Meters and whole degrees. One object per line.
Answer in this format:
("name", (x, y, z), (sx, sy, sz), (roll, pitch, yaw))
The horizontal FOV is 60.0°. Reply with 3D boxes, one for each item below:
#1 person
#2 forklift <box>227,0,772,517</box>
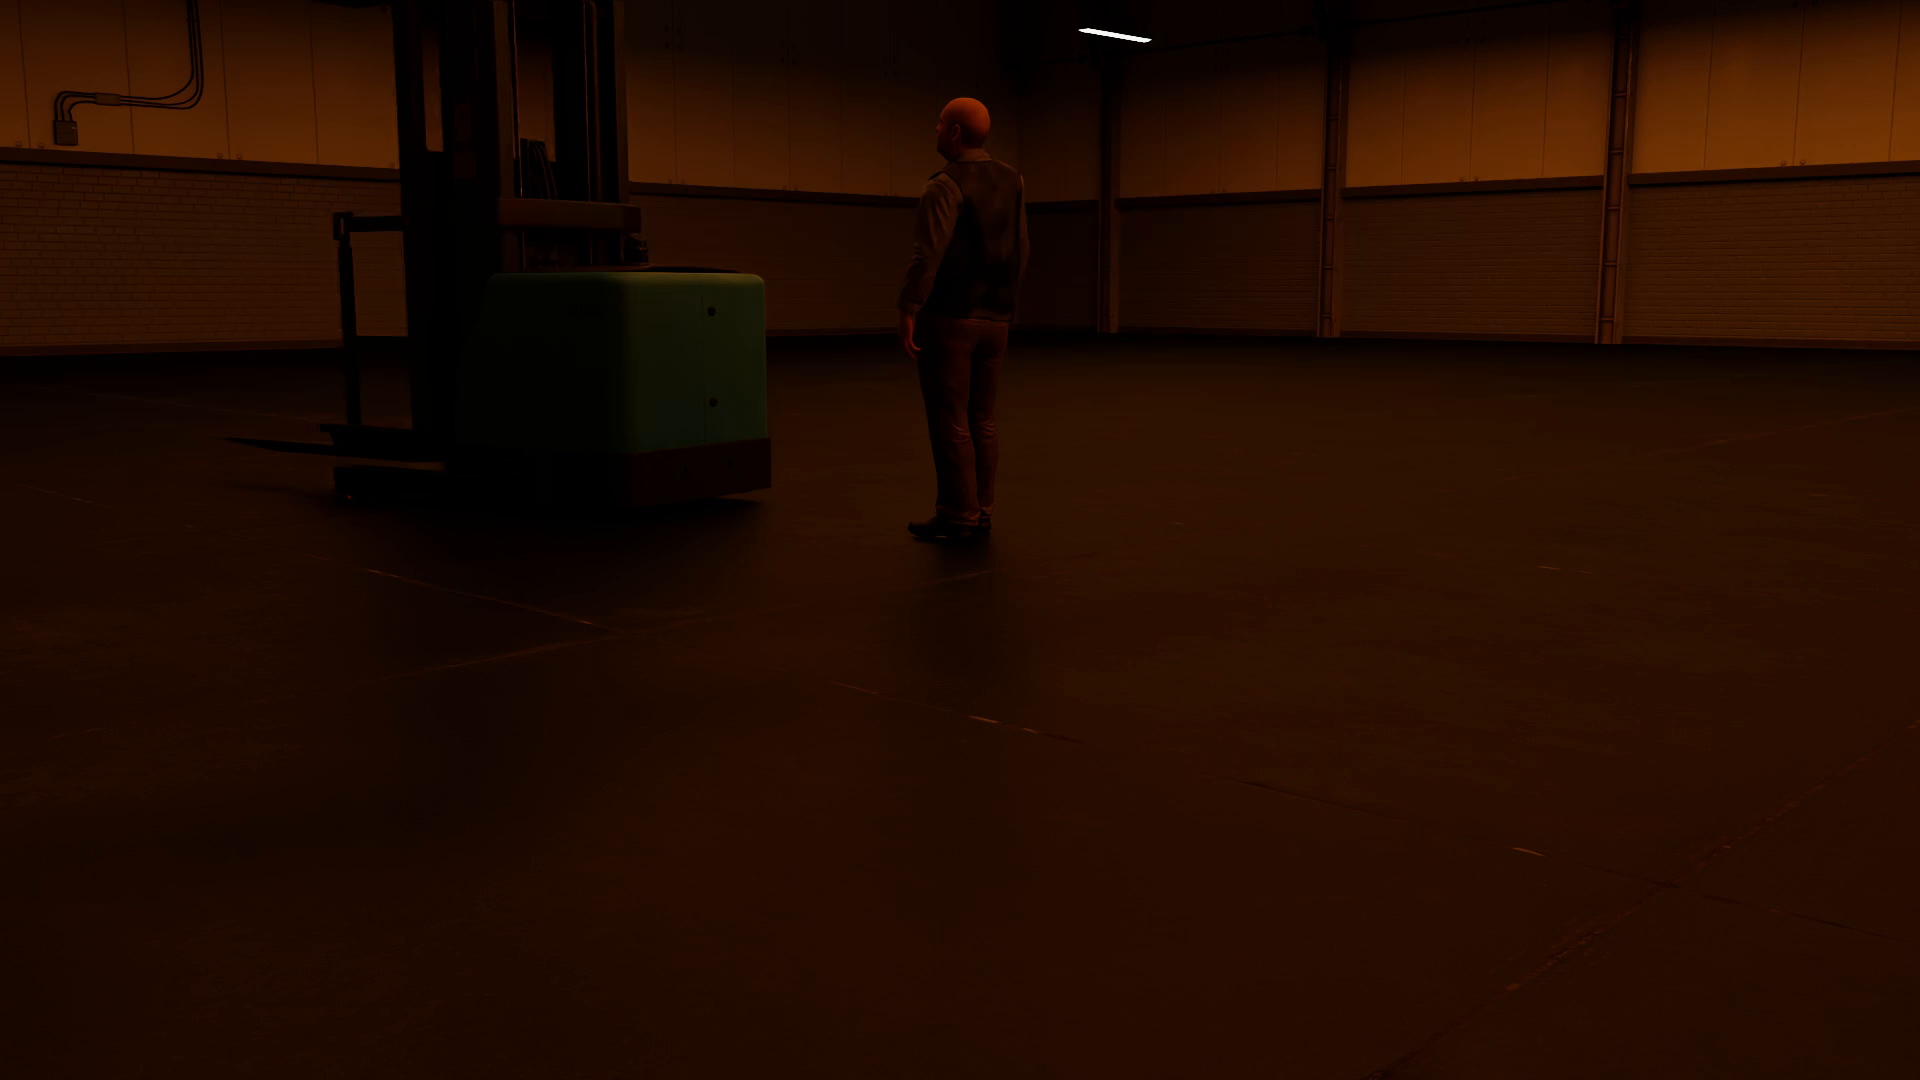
("person", (-0.040, -0.866, 6.636), (0.566, 1.722, 0.634), (8, 12, 43))
("forklift", (-2.417, -1.688, 8.087), (3.031, 2.935, 1.130), (5, 10, 32))
